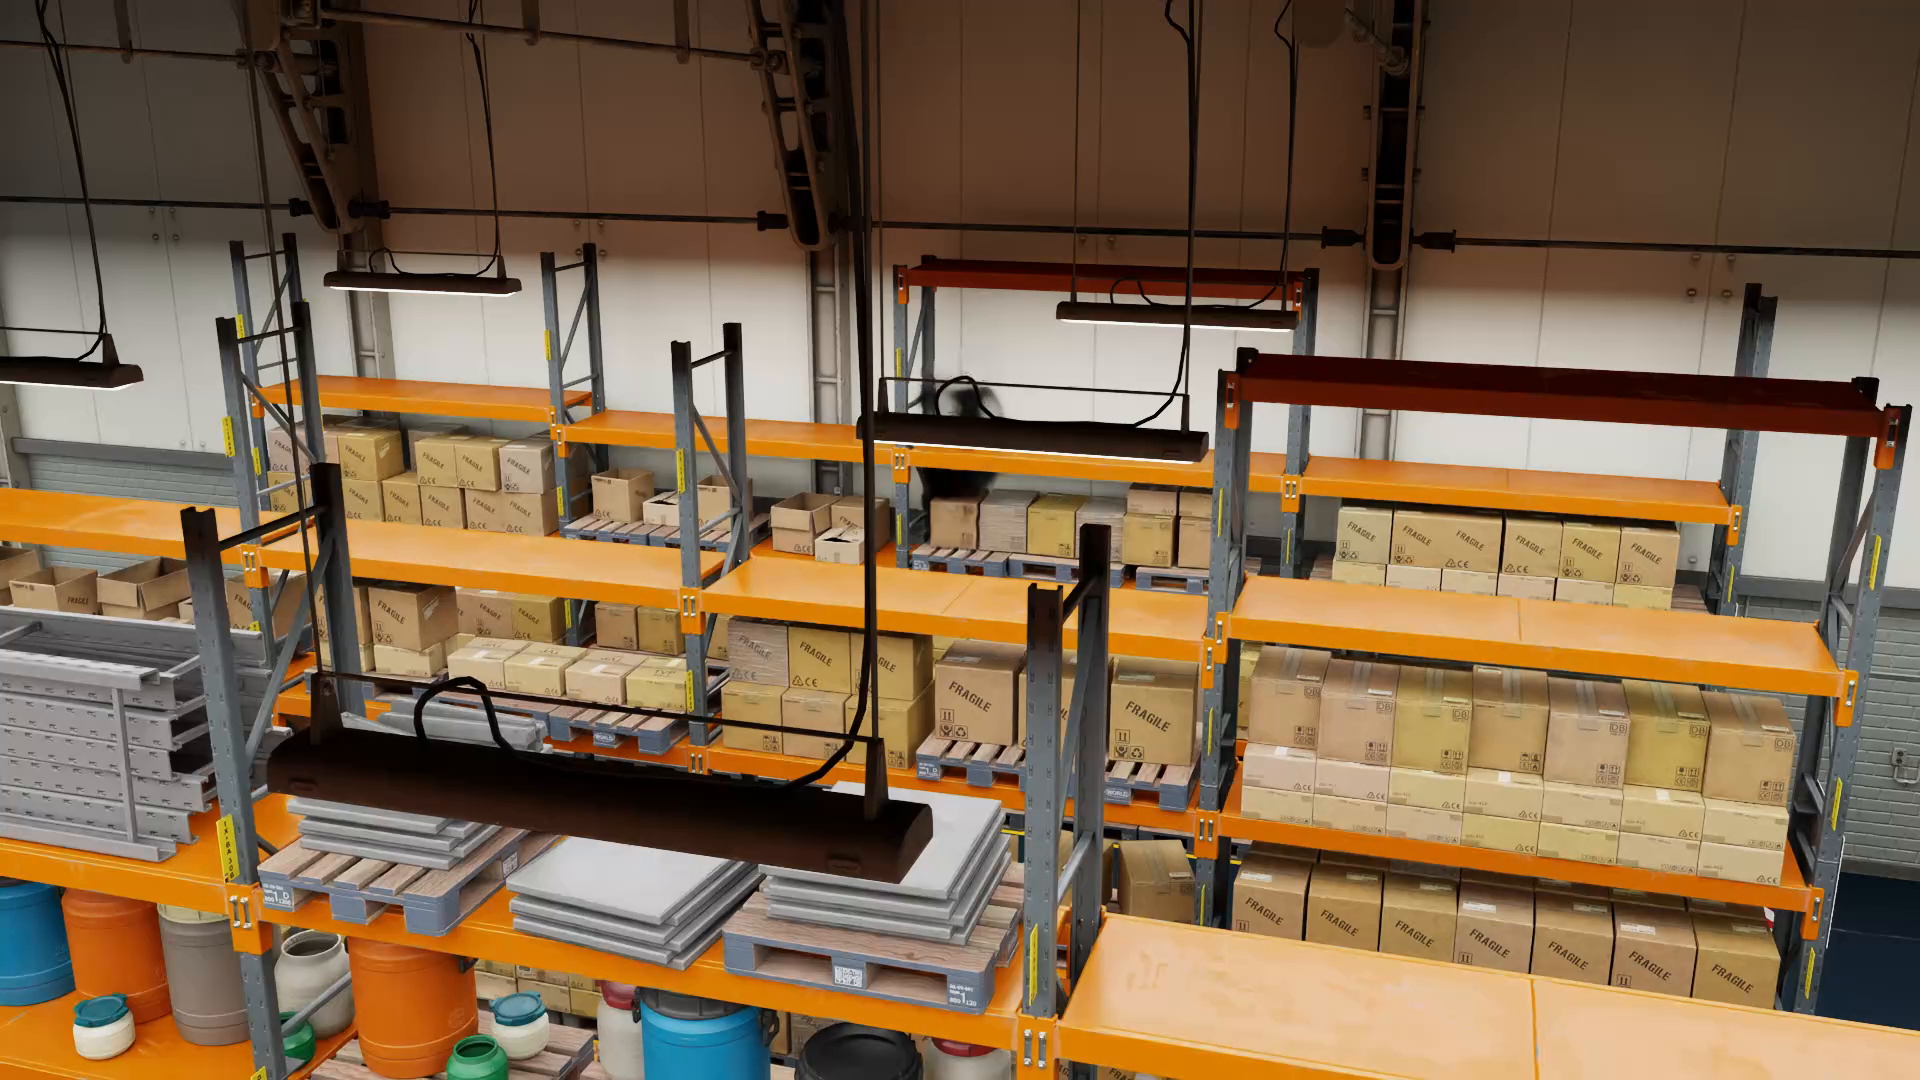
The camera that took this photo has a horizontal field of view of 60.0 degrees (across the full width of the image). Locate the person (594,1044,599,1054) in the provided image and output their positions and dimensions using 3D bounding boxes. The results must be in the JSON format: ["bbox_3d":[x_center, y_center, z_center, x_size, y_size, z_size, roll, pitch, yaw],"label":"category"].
[{"bbox_3d":[-2.319,4.005,11.806,0.680,1.747,0.639,3,16,9],"label":"person"}]

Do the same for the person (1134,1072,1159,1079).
[{"bbox_3d":[1.241,4.254,10.936,0.826,1.670,0.615,2,16,7],"label":"person"}]
